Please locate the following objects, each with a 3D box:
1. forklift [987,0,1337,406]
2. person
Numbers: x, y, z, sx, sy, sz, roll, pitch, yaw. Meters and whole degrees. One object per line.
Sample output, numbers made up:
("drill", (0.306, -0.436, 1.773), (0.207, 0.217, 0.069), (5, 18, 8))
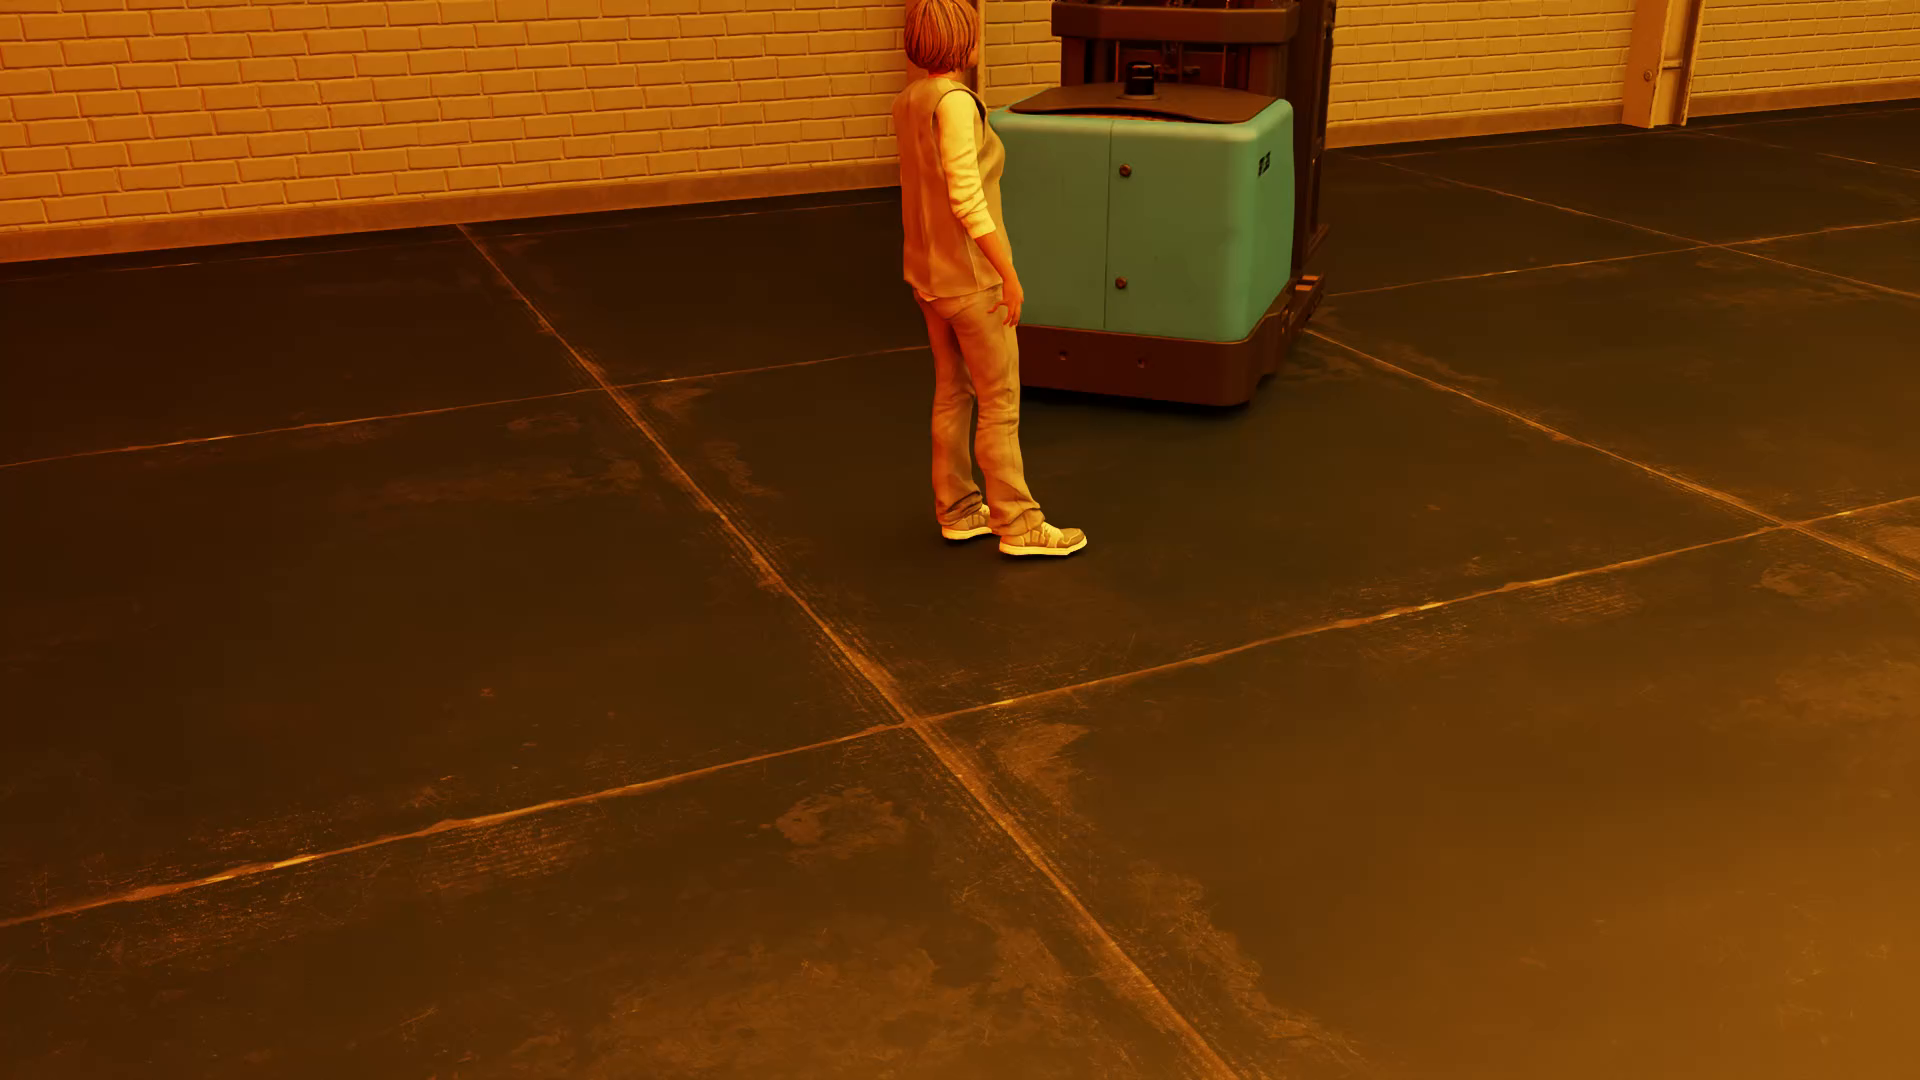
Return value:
("forklift", (1.042, -2.380, 7.015), (1.130, 2.935, 3.031), (8, 24, 18))
("person", (0.073, -0.751, 4.815), (0.475, 1.596, 0.521), (-10, 25, -23))
